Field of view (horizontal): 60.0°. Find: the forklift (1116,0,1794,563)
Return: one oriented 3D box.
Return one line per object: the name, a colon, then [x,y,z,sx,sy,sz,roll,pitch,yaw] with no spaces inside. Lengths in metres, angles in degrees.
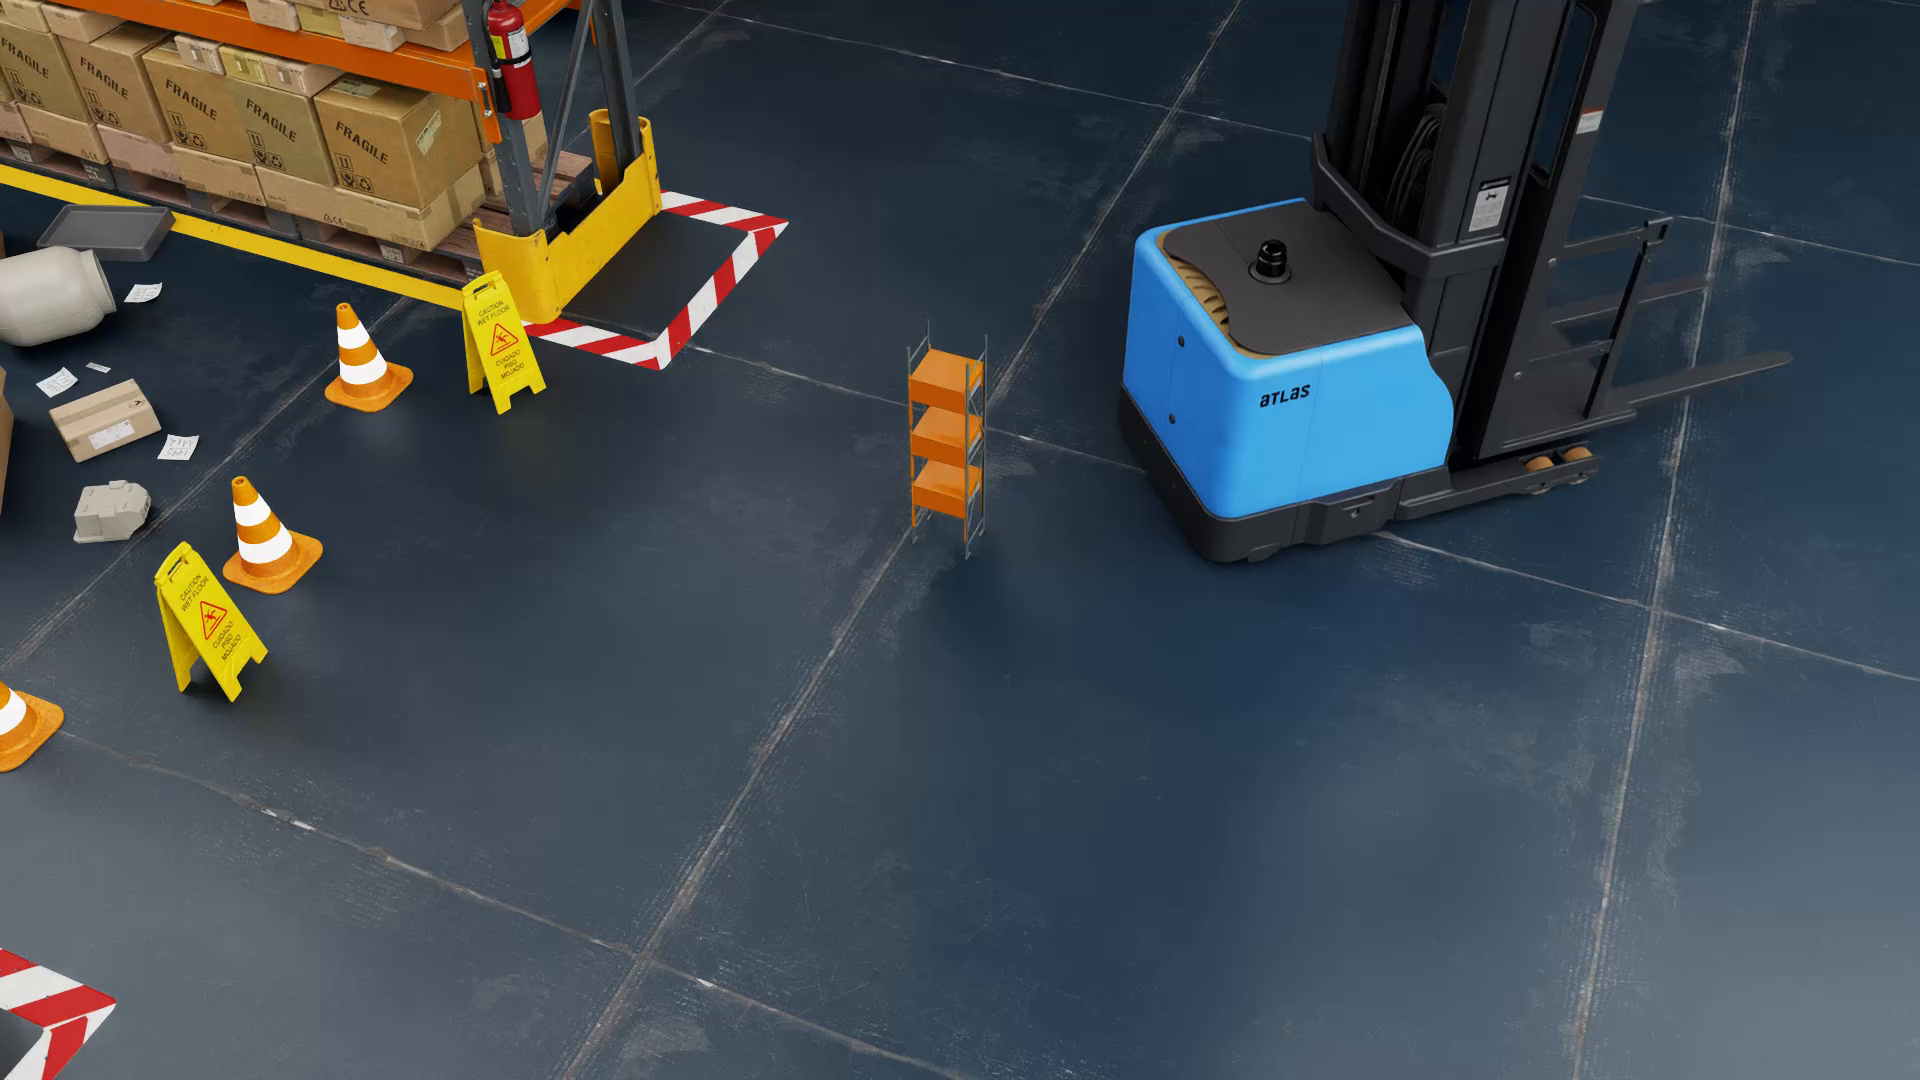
forklift: [2.281,-1.578,6.597,3.031,2.935,1.130,-14,47,-14]

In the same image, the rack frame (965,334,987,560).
rack frame: [0.063,-0.354,6.700,0.008,1.050,0.200,16,47,16]

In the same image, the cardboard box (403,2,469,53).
cardboard box: [-2.309,-2.385,7.537,0.250,0.149,0.380,18,48,17]

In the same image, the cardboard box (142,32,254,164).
cardboard box: [-3.667,-2.281,8.374,0.500,0.500,0.500,15,47,15]

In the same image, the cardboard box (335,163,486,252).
cardboard box: [-2.753,-1.737,8.359,0.500,0.250,0.500,16,47,16]

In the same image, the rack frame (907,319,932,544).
rack frame: [-0.162,-0.420,6.767,0.008,1.050,0.200,16,47,16]

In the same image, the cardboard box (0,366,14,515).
cardboard box: [-4.477,-0.456,7.190,0.637,0.503,0.797,-12,46,-12]

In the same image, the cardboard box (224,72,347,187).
cardboard box: [-3.204,-2.139,8.232,0.500,0.500,0.500,18,48,17]

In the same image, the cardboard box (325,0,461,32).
cardboard box: [-2.488,-2.621,7.314,0.500,0.500,0.500,16,47,15]

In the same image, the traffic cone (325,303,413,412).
traffic cone: [-2.775,-0.889,7.655,0.334,0.463,0.336,16,47,16]

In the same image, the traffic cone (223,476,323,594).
traffic cone: [-2.889,-0.074,6.836,0.334,0.463,0.336,16,47,16]

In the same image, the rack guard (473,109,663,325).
rack guard: [-1.952,-1.646,8.389,0.348,0.500,1.175,16,47,16]

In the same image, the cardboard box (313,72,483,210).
cardboard box: [-2.721,-1.999,8.092,0.500,0.500,0.500,17,47,16]

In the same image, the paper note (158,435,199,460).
paper note: [-3.520,-0.420,7.489,0.142,0.019,0.148,2,45,2]

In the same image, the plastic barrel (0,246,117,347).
plastic barrel: [-4.371,-1.174,7.968,0.512,0.421,0.421,-20,48,-19]

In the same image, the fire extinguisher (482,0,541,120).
fire extinguisher: [-1.953,-2.153,7.181,0.183,0.674,0.296,16,47,16]

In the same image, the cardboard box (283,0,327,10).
cardboard box: [-2.949,-2.760,7.454,0.500,0.500,0.500,17,47,16]

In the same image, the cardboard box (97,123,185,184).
cardboard box: [-4.145,-2.156,8.781,0.500,0.250,0.500,16,47,15]

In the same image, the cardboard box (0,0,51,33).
cardboard box: [-4.565,-2.720,8.357,0.250,0.149,0.380,18,48,17]

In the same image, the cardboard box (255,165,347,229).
cardboard box: [-3.206,-1.876,8.499,0.500,0.250,0.500,17,47,16]

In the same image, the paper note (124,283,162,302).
paper note: [-4.082,-1.239,8.313,0.148,0.019,0.142,2,45,2]

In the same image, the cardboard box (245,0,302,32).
cardboard box: [-3.063,-2.515,7.668,0.250,0.149,0.380,17,47,17]

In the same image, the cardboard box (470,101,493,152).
cardboard box: [-2.542,-2.357,8.451,0.500,0.500,0.500,15,47,15]

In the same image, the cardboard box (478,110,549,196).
cardboard box: [-2.519,-2.085,8.709,0.500,0.250,0.500,16,47,16]

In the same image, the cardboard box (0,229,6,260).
cardboard box: [-5.108,-1.536,8.276,0.500,0.500,0.500,-20,48,-19]

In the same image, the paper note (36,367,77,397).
paper note: [-4.246,-0.744,7.823,0.142,0.019,0.148,33,54,29]

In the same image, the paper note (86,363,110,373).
paper note: [-4.097,-0.820,7.906,0.123,0.001,0.032,16,47,16]

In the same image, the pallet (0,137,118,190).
pallet: [-4.940,-2.450,9.402,1.213,0.211,1.003,16,47,16]

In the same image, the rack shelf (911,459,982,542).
rack shelf: [-0.049,-0.182,6.937,0.240,0.259,0.215,16,47,16]

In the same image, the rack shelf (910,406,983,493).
rack shelf: [-0.049,-0.379,6.741,0.240,0.259,0.215,16,47,16]

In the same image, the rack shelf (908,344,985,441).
rack shelf: [-0.049,-0.580,6.541,0.240,0.259,0.215,16,47,16]

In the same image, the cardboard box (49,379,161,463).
cardboard box: [-3.868,-0.542,7.528,0.380,0.149,0.250,-28,51,-25]

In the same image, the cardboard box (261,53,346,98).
cardboard box: [-3.086,-2.285,7.919,0.250,0.149,0.380,18,48,17]

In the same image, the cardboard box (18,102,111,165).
cardboard box: [-4.636,-2.298,8.924,0.500,0.250,0.500,19,48,18]

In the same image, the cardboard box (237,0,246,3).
cardboard box: [-3.245,-2.676,7.830,0.250,0.149,0.380,17,47,16]

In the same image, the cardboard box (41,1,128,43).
cardboard box: [-4.316,-2.649,8.285,0.250,0.149,0.380,19,48,18]

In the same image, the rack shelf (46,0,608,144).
rack shelf: [-3.727,-2.800,8.286,4.000,0.370,1.077,16,47,16]

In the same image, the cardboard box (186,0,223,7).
cardboard box: [-3.516,-2.687,7.841,0.250,0.149,0.380,16,47,15]

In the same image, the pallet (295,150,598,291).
pallet: [-2.688,-1.787,8.736,1.213,0.211,1.003,16,47,16]

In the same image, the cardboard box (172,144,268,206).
cardboard box: [-3.691,-2.014,8.639,0.500,0.250,0.500,15,47,14]

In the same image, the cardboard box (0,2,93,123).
cardboard box: [-4.634,-2.564,8.659,0.500,0.500,0.500,18,48,17]

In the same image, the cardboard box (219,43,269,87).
cardboard box: [-3.317,-2.356,7.990,0.250,0.149,0.380,17,47,16]

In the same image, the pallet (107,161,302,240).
pallet: [-3.810,-2.120,9.070,1.213,0.211,1.003,16,47,16]

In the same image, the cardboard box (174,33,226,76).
cardboard box: [-3.559,-2.428,8.063,0.250,0.149,0.380,18,48,18]

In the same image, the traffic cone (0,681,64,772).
traffic cone: [-3.637,0.569,6.189,0.334,0.463,0.336,16,47,16]

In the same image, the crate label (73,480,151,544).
crate label: [-3.638,-0.132,7.125,0.298,0.136,0.250,-5,45,-5]

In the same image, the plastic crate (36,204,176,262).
plastic crate: [-4.440,-1.603,8.643,0.583,0.080,0.402,2,45,2]

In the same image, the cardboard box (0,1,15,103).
cardboard box: [-5.133,-2.702,8.798,0.500,0.500,0.500,19,48,18]

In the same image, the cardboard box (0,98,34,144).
cardboard box: [-5.133,-2.436,9.062,0.500,0.250,0.500,14,47,14]

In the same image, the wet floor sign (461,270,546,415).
wet floor sign: [-2.118,-0.929,7.565,0.232,0.644,0.267,33,54,29]

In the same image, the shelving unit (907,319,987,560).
shelving unit: [-0.049,-0.387,6.733,0.252,1.050,0.215,16,47,16]

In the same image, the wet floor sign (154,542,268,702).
wet floor sign: [-2.905,0.292,6.338,0.232,0.644,0.267,9,46,9]

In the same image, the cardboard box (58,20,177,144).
cardboard box: [-4.156,-2.422,8.517,0.500,0.500,0.500,19,48,18]

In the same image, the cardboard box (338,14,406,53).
cardboard box: [-2.585,-2.381,7.534,0.250,0.149,0.380,16,47,15]

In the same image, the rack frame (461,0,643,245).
rack frame: [-1.881,-2.512,7.487,0.127,3.000,1.000,16,47,16]

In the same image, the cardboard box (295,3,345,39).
cardboard box: [-2.814,-2.465,7.618,0.250,0.149,0.380,16,47,15]
